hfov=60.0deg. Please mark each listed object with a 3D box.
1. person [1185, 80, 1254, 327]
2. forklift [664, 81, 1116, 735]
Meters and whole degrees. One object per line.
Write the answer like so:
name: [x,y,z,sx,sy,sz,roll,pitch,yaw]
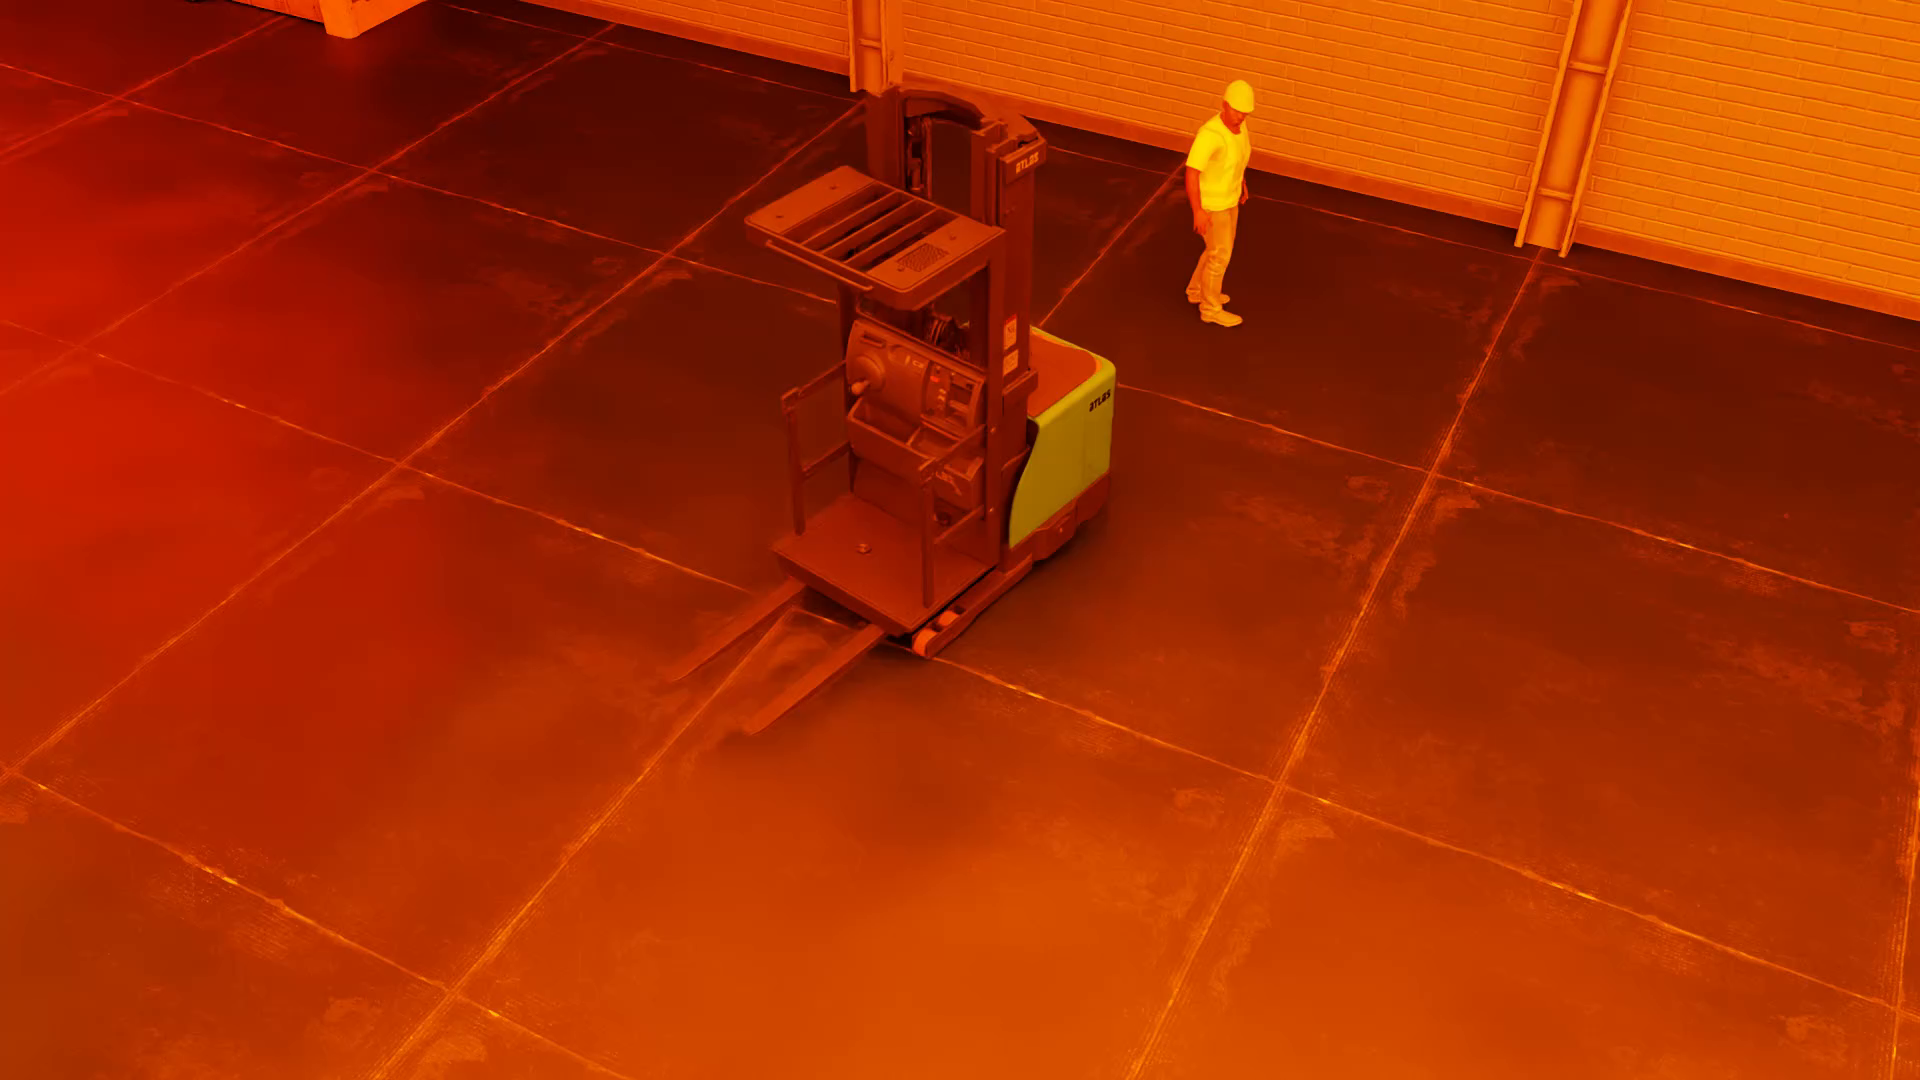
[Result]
person: [1.882,-2.380,11.727,0.504,1.755,0.780,17,43,19]
forklift: [-0.387,-0.817,8.956,1.130,2.935,3.031,28,48,29]
